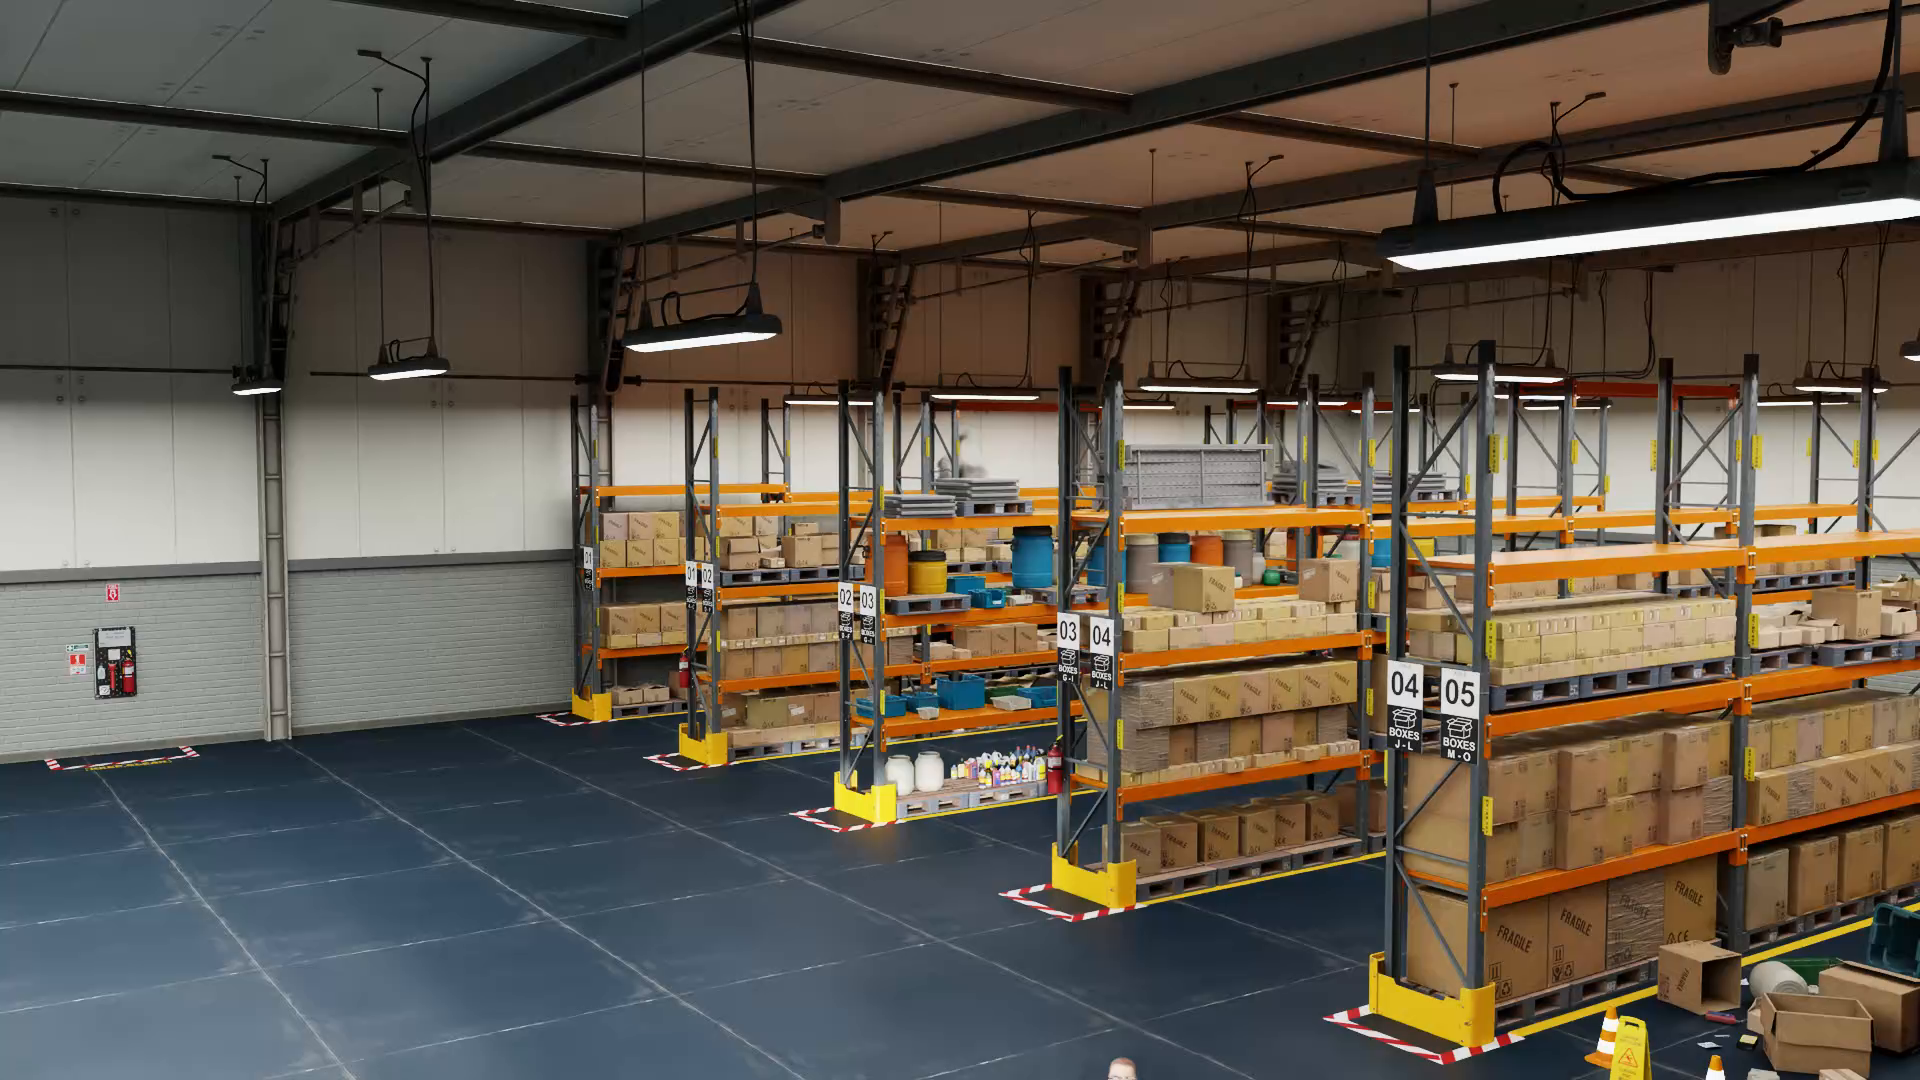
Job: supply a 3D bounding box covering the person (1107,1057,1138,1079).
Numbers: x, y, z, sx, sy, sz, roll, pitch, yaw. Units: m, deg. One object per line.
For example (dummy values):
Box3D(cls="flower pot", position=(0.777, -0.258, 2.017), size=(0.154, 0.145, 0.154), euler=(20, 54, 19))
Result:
Box3D(cls="person", position=(0.920, 3.752, 9.421), size=(0.656, 1.682, 0.664), euler=(1, 3, 11))
